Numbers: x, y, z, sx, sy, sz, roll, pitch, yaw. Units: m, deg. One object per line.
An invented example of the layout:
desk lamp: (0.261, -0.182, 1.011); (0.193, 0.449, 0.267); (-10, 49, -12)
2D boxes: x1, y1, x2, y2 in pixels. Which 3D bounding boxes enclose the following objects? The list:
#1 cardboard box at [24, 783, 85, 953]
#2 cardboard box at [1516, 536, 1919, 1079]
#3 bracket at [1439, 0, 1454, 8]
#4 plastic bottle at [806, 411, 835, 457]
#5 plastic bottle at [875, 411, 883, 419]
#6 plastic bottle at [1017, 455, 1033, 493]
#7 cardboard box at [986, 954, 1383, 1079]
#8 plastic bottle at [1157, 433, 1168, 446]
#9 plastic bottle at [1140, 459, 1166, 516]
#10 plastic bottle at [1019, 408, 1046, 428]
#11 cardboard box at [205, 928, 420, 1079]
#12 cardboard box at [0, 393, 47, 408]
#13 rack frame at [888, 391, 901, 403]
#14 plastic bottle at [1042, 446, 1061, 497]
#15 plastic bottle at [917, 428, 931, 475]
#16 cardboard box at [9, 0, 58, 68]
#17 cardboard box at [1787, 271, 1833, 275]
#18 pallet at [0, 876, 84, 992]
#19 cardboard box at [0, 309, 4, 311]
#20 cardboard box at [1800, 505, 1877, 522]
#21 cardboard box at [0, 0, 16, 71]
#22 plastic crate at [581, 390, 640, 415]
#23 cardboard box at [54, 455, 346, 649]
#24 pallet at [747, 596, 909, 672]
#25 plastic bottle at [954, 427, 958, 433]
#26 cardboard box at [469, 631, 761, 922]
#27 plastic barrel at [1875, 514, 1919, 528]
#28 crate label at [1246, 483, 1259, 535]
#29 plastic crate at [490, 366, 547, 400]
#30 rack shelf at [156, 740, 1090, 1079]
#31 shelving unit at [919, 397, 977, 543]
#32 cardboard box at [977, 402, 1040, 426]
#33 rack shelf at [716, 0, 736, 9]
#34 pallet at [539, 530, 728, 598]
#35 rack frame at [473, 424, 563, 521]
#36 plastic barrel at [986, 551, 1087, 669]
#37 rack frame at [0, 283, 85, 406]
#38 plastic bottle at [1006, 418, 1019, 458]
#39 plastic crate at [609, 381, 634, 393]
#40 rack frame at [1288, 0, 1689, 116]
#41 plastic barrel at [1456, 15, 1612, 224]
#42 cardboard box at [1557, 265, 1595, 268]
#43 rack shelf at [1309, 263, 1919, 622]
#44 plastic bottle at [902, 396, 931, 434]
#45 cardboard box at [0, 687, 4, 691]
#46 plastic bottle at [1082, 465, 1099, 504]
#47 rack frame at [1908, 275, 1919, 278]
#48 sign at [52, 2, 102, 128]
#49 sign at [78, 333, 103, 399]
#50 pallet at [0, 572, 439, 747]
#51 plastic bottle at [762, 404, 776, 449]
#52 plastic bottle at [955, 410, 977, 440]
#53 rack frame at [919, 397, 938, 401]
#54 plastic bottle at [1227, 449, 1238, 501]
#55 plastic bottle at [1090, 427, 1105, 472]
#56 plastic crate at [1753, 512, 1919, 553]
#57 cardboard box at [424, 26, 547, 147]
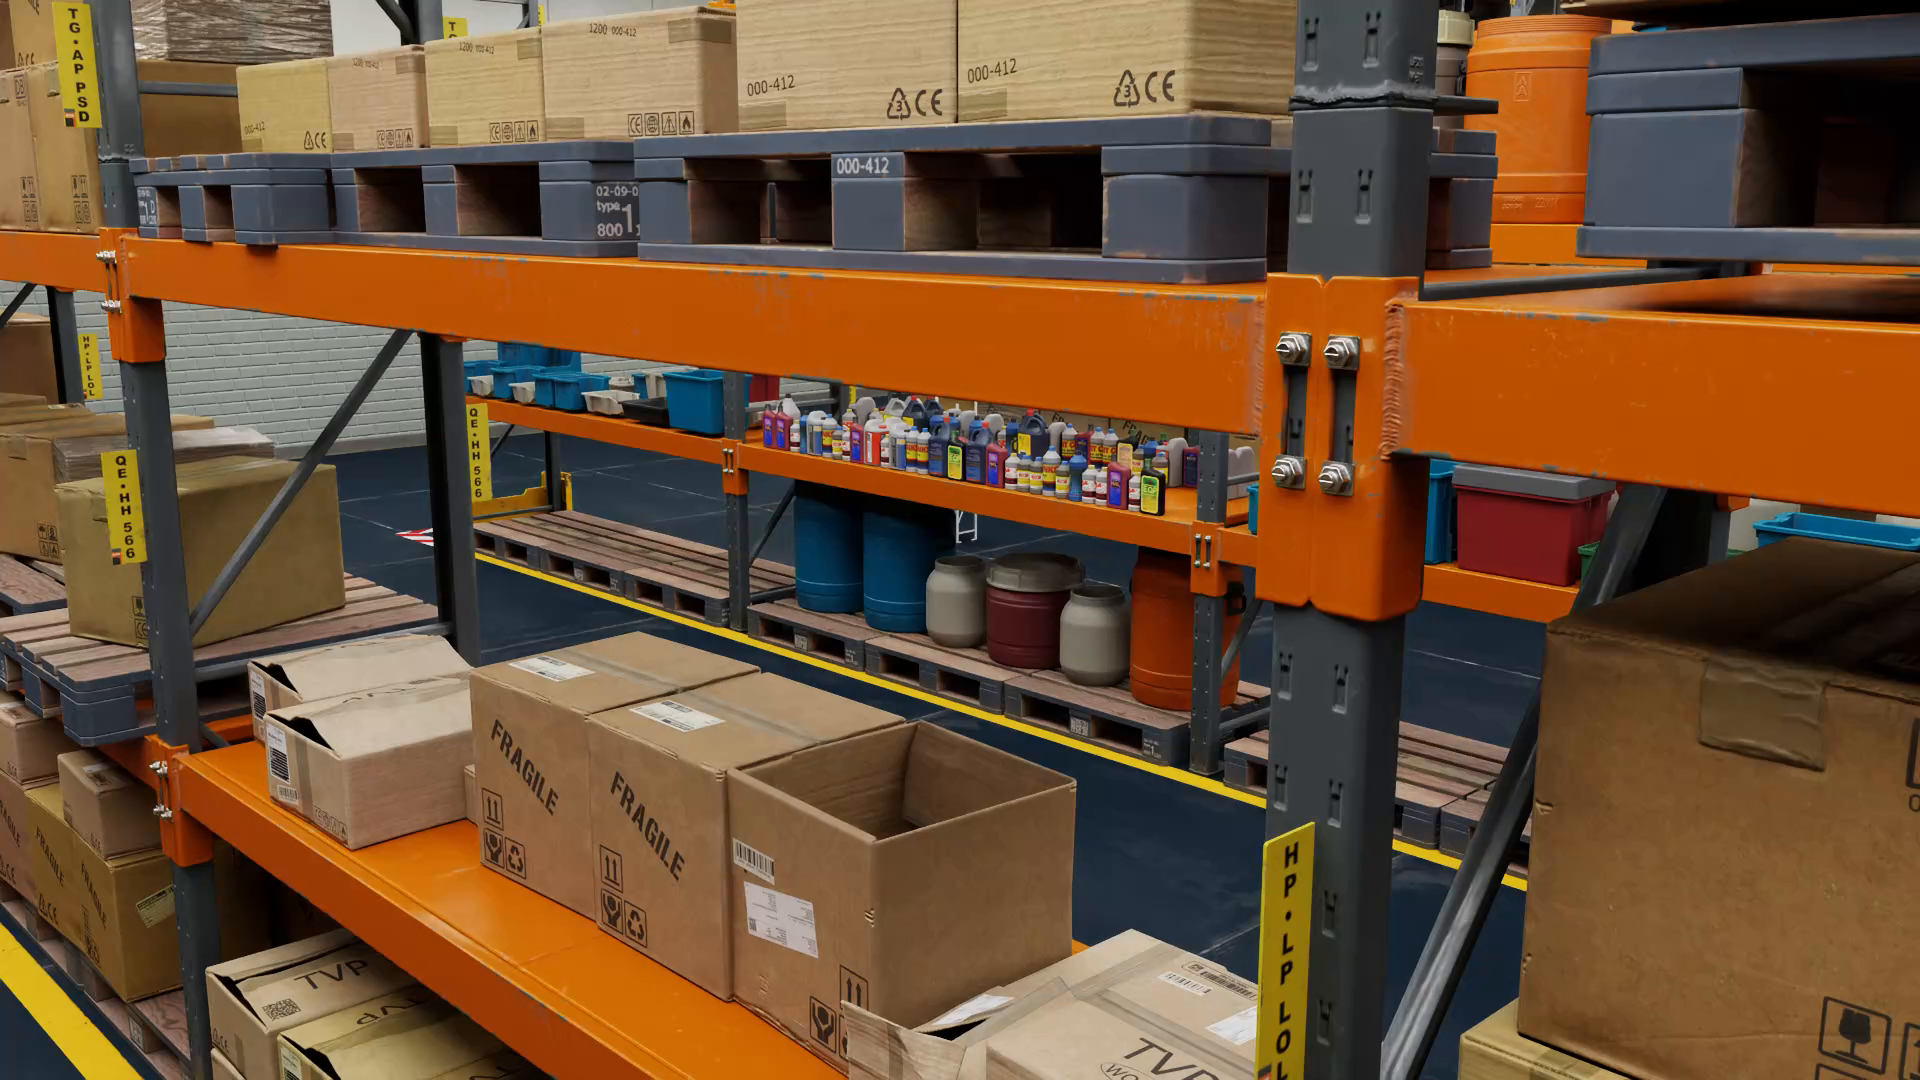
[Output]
cardboard box: (-3.173, 1.188, 6.316); (0.500, 0.500, 0.500); (11, 16, 43)
cardboard box: (1.073, 0.322, 1.953); (0.700, 0.500, 0.500); (-11, 16, -42)
bracket: (8.644, -9.494, 29.270); (0.235, 0.232, 0.430); (-11, 16, -43)
plastic bottle: (-0.880, -0.680, 10.586); (0.152, 0.276, 0.135); (-11, 16, -43)
plastic bottle: (-0.523, -0.764, 11.179); (0.097, 0.201, 0.097); (0, 12, 0)
plastic bottle: (0.368, -0.372, 9.275); (0.097, 0.201, 0.097); (0, 12, 0)
cardboard box: (0.391, 0.950, 2.738); (0.500, 0.250, 0.500); (-10, 15, -39)
plastic bottle: (1.141, -0.476, 9.576); (0.061, 0.283, 0.133); (-11, 16, -43)
plastic bottle: (0.997, -0.274, 8.595); (0.061, 0.283, 0.133); (-11, 16, -43)
plastic bottle: (0.455, -0.641, 10.214); (0.144, 0.351, 0.185); (-11, 16, -43)
cardboard box: (-1.851, 1.342, 4.846); (0.500, 0.311, 0.500); (-10, 15, -41)
cardboard box: (-4.597, -0.380, 7.532); (0.500, 0.500, 0.700); (6, 13, 26)
rack frame: (-0.357, -2.189, 17.602); (1.000, 3.000, 0.127); (-11, 16, -43)
plastic bottle: (0.502, -0.378, 9.130); (0.097, 0.271, 0.097); (0, 12, 0)
plastic bottle: (-0.206, -0.527, 9.856); (0.097, 0.271, 0.097); (0, 12, 0)
cardboard box: (-3.001, -1.863, 5.860); (0.500, 0.500, 0.500); (-11, 16, -43)
cardboard box: (10.384, -3.277, 20.156); (0.500, 0.500, 0.500); (11, 16, 44)
pallet: (-3.327, 1.432, 6.937); (1.003, 0.211, 1.213); (-11, 16, -43)
cardboard box: (-5.596, -1.022, 9.214); (0.500, 0.500, 0.500); (11, 16, 43)
cardboard box: (6.025, -0.210, 11.244); (0.500, 0.250, 0.500); (-9, 14, -36)
cardboard box: (-3.545, -1.720, 6.356); (0.600, 0.600, 0.600); (11, 16, 43)
plastic crate: (-2.597, -1.027, 12.469); (0.293, 0.136, 0.466); (-11, 16, -43)
cardboard box: (-2.516, 0.028, 5.555); (0.500, 0.500, 0.700); (6, 13, 26)
pallet: (-0.675, 0.569, 11.125); (1.003, 0.211, 1.213); (-11, 16, -43)
plastic bottle: (-0.035, -0.533, 9.885); (0.097, 0.271, 0.097); (0, 12, 0)
cardboard box: (-0.829, 0.552, 4.050); (0.500, 0.500, 0.500); (11, 16, 42)
plastic barrel: (3.845, 0.016, 6.564); (0.433, 0.535, 0.433); (0, 12, 0)
crate label: (1.605, -0.135, 8.050); (0.303, 0.233, 0.416); (-11, 16, -43)
plastic crate: (-3.553, -1.268, 13.399); (0.416, 0.233, 0.300); (-11, 16, -43)
rack shelf: (-0.619, 1.003, 3.893); (1.077, 0.370, 4.000); (-11, 16, -43)
shelving unit: (-0.114, -0.612, 14.408); (0.258, 1.200, 0.503); (-11, 16, -43)
cardboard box: (0.771, -1.139, 16.730); (0.875, 0.875, 0.875); (-11, 16, -43)
rack shelf: (0.204, -3.013, 9.510); (1.077, 0.370, 4.000); (-11, 16, -43)
pallet: (-2.560, 0.171, 13.059); (1.003, 0.211, 1.213); (-11, 16, -43)
rack frame: (-3.940, -1.499, 14.252); (1.000, 3.000, 0.127); (-11, 16, -43)
plastic barrel: (0.455, 0.410, 9.921); (0.600, 0.588, 0.708); (-11, 16, -43)
rack frame: (-4.762, -0.225, 8.071); (1.000, 3.000, 0.127); (-11, 16, -43)
plastic bottle: (0.330, -0.618, 10.296); (0.097, 0.271, 0.097); (0, 12, 0)
plastic crate: (-2.628, -1.183, 13.225); (0.298, 0.136, 0.250); (-11, 16, -43)
rack frame: (0.762, -1.996, 1.799); (1.000, 3.000, 0.127); (-11, 16, -43)
plastic barrel: (2.447, -1.765, 7.047); (0.600, 0.830, 0.708); (-11, 16, -43)
cardboard box: (8.344, -3.703, 22.227); (0.500, 0.500, 0.500); (-11, 16, -42)
rack shelf: (2.143, 0.117, 0.757); (1.077, 0.370, 4.000); (-11, 16, -43)
plastic bottle: (-0.282, -0.755, 10.765); (0.144, 0.351, 0.185); (-11, 16, -43)
cardboard box: (-3.914, 0.667, 6.987); (0.500, 0.250, 0.500); (-11, 16, -42)
plastic bottle: (0.704, -0.301, 8.930); (0.097, 0.201, 0.097); (0, 12, 0)
rack frame: (8.824, -1.698, 15.219); (1.000, 3.000, 0.127); (-11, 16, -43)
sign: (-2.394, -1.288, 4.517); (0.100, 0.325, 0.005); (-11, 16, -43)
sign: (-4.363, -0.870, 8.332); (0.100, 0.325, 0.005); (-11, 16, -43)
pallet: (-2.519, 0.363, 5.690); (1.213, 0.211, 1.003); (-11, 16, -43)
plastic bottle: (-1.233, -0.745, 10.882); (0.061, 0.283, 0.133); (-11, 16, -43)
plastic bottle: (0.022, -0.695, 10.659); (0.152, 0.276, 0.135); (-11, 16, -43)
rack frame: (-0.283, -0.647, 14.580); (0.240, 1.200, 0.015); (-11, 16, -43)
plastic bottle: (1.410, -0.357, 9.020); (0.152, 0.276, 0.135); (-11, 16, -43)
plastic bottle: (0.822, -0.532, 9.879); (0.097, 0.271, 0.097); (0, 12, 0)
plastic crate: (3.361, 0.143, 6.324); (0.392, 0.384, 0.575); (-11, 16, -43)
cardboard box: (-0.884, -1.025, 3.852); (0.500, 0.250, 0.500); (-11, 16, -44)
